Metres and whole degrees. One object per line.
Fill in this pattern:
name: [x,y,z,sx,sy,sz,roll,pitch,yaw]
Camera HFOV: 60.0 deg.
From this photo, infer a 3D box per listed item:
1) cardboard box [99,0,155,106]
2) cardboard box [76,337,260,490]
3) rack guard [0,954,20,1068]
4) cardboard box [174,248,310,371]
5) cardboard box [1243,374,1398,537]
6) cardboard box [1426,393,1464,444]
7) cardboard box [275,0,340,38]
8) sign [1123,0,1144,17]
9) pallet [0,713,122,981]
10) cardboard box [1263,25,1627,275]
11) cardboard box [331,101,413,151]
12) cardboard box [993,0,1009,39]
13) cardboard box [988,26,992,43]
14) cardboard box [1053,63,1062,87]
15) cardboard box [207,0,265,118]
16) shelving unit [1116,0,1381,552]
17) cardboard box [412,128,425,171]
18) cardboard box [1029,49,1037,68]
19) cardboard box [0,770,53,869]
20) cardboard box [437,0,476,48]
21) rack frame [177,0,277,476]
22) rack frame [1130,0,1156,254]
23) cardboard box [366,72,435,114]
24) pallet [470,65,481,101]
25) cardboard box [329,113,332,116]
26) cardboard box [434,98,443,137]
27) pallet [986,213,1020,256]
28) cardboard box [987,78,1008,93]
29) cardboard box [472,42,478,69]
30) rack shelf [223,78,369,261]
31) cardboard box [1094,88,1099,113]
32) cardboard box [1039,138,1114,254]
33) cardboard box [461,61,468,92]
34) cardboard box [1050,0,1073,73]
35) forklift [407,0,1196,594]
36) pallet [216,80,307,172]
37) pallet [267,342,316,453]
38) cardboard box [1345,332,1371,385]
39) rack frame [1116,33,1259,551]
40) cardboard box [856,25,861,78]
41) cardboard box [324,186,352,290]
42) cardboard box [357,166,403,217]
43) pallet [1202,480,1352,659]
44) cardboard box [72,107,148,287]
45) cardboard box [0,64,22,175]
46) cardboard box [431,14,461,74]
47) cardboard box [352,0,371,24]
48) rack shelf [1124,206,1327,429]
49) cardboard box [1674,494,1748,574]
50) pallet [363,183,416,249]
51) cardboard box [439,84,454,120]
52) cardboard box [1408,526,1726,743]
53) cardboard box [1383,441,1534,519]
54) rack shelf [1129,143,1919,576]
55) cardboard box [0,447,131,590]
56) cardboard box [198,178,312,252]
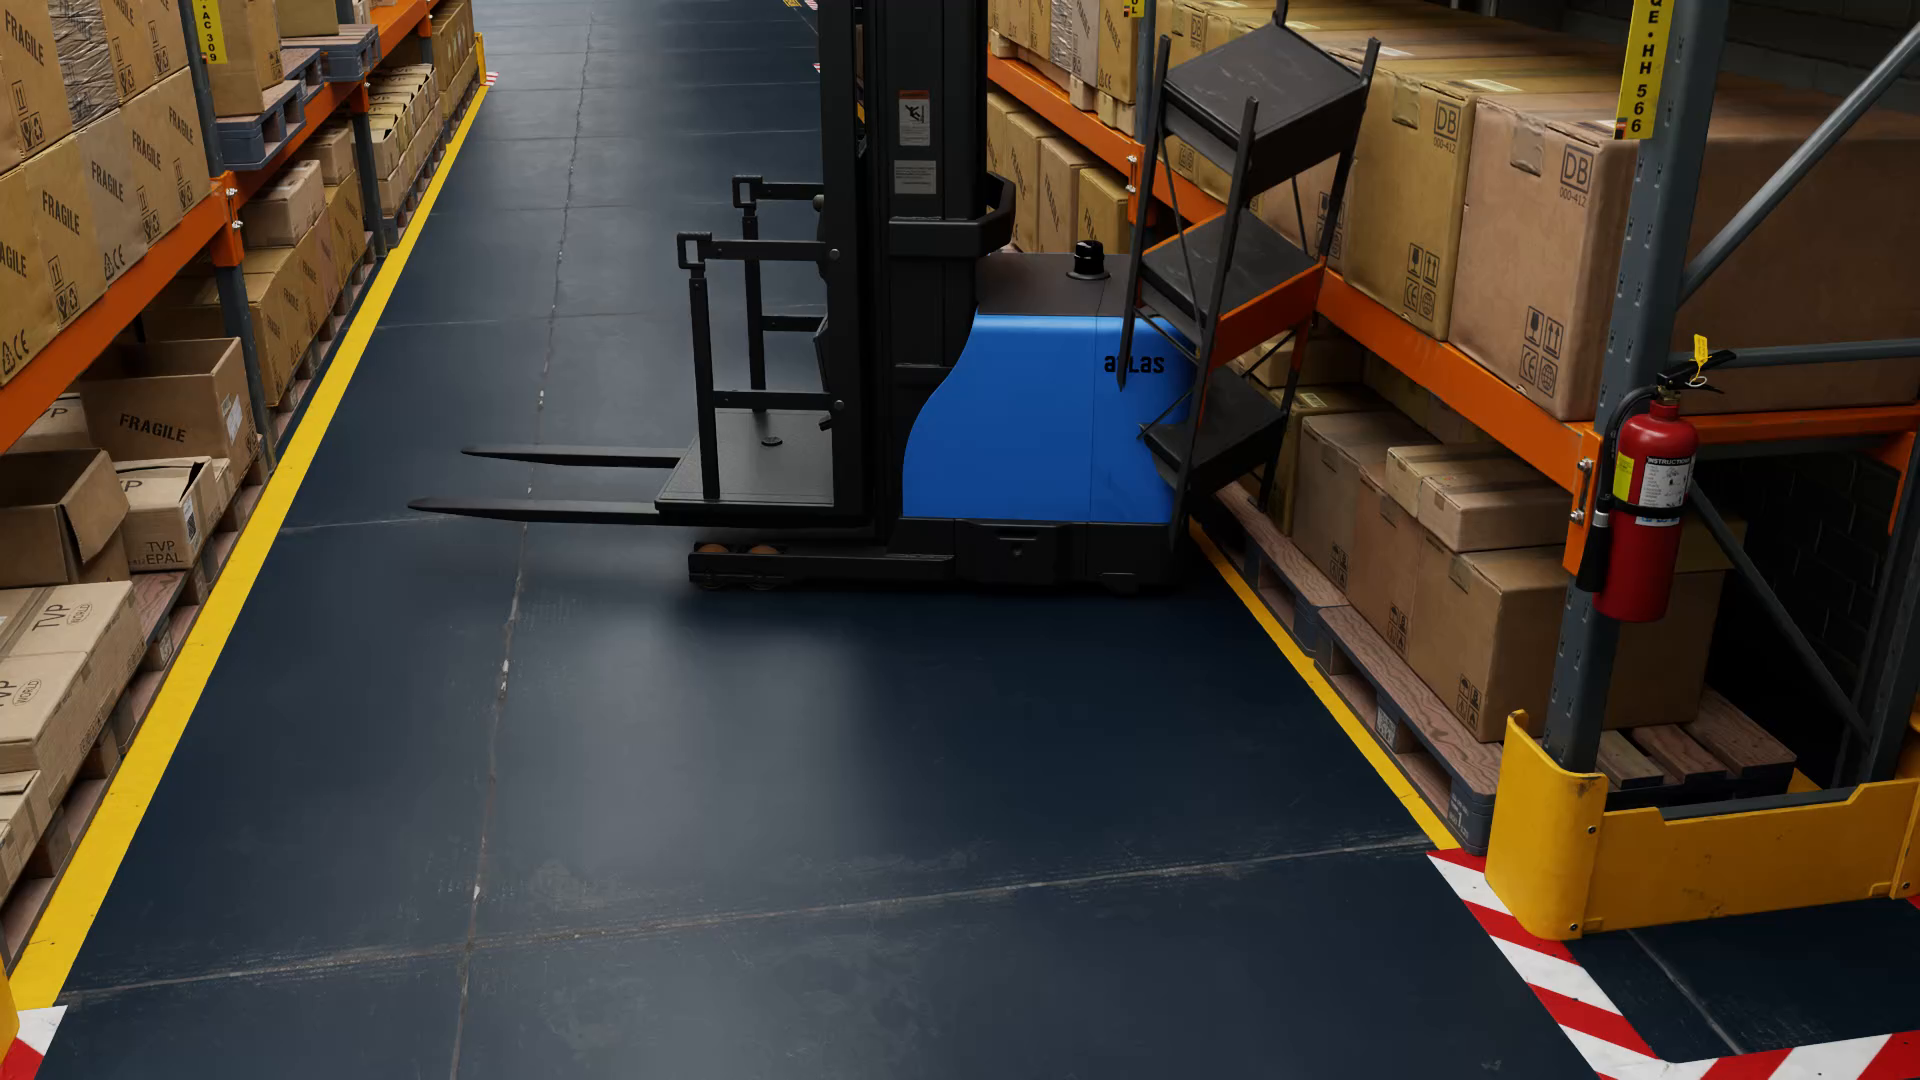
cardboard box: [-3.119,-1.770,5.680,0.500,0.500,0.500,-5,24,-11]
cardboard box: [-3.180,-0.500,6.720,0.500,0.500,0.500,-4,24,-10]
rack guard: [-2.838,1.042,3.739,1.175,0.500,0.348,-4,24,-10]
cardboard box: [-3.524,-1.120,8.140,0.500,0.500,0.500,-4,24,-9]
cardboard box: [1.523,-0.360,6.425,0.700,0.500,0.500,-4,24,-9]
cardboard box: [1.847,-0.417,5.745,0.380,0.149,0.250,-4,24,-9]
cardboard box: [-4.077,-3.219,9.723,0.700,0.500,0.500,-13,27,-27]
sign: [0.772,-2.465,7.299,0.100,0.325,0.005,-4,24,-10]
pallet: [-2.987,0.861,4.515,1.003,0.211,1.213,-4,24,-10]
cardboard box: [1.662,-1.365,5.752,0.980,0.700,0.700,-5,24,-12]
cardboard box: [-4.309,-3.044,12.182,0.500,0.311,0.500,-5,24,-11]
cardboard box: [0.490,-3.363,10.180,0.500,0.500,0.500,-4,24,-8]
cardboard box: [0.397,-3.336,10.929,0.380,0.149,0.250,-5,24,-11]
cardboard box: [0.733,-2.629,9.311,0.380,0.149,0.250,-4,24,-8]
cardboard box: [-3.432,-2.088,7.133,0.700,0.500,0.500,-13,27,-27]
shelving unit: [0.881,-0.786,5.629,0.503,2.100,0.431,-30,57,-23]
cardboard box: [-4.402,-2.984,12.744,0.500,0.250,0.500,-4,24,-9]
cardboard box: [0.625,-2.934,10.008,0.380,0.149,0.250,-4,24,-9]
cardboard box: [-2.610,0.735,4.310,0.380,0.166,0.250,-4,24,-10]
cardboard box: [-5.391,-5.454,17.464,0.500,0.500,0.500,-4,24,-10]
rack frame: [-3.564,-1.647,6.773,1.000,3.000,0.127,-4,24,-10]
rack frame: [1.303,-2.015,7.616,1.000,3.000,0.127,-4,24,-10]
cardboard box: [-4.584,-3.641,13.548,0.500,0.311,0.500,-4,24,-8]
pallet: [-5.600,-4.791,17.456,1.003,0.211,1.213,-4,24,-10]
cardboard box: [-4.836,-3.000,12.081,0.500,0.311,0.500,-4,24,-10]
cardboard box: [-4.682,-3.584,14.120,0.500,0.250,0.500,-5,24,-10]
pallet: [0.636,-1.995,11.053,1.003,0.211,1.213,-4,24,-10]
cardboard box: [0.336,-3.496,12.644,0.500,0.250,0.500,-4,24,-9]
cardboard box: [-5.393,-5.110,17.613,0.500,0.250,0.500,-4,24,-10]
rack shelf: [-3.934,-2.104,8.718,1.077,0.370,4.000,-4,24,-10]
cardboard box: [0.889,-2.224,8.382,0.380,0.149,0.250,-4,24,-8]
cardboard box: [0.888,-1.818,9.325,0.750,0.750,0.750,-4,24,-8]
cardboard box: [-5.104,-4.521,16.265,0.500,0.250,0.500,-4,24,-10]
cardboard box: [0.782,-2.767,8.817,0.500,0.500,0.500,-4,24,-10]
forklift: [-0.628,-1.361,6.204,3.031,2.935,1.130,2,24,4]
pallet: [-3.605,-1.881,7.549,1.003,0.211,1.213,-4,24,-10]
pallet: [-3.752,-0.686,8.057,1.003,0.211,1.213,-4,24,-10]
cardboard box: [1.704,-0.719,6.436,0.380,0.149,0.250,-4,24,-9]
rack frame: [0.686,-0.675,5.533,0.015,2.100,0.400,-30,57,-23]
cardboard box: [-0.684,-4.996,17.014,0.700,0.500,0.500,-6,24,-13]
cardboard box: [-3.805,-1.722,9.519,0.500,0.500,0.500,-5,24,-12]
cardboard box: [-4.112,-2.380,11.363,0.500,0.250,0.500,-4,24,-10]
pallet: [1.596,0.049,6.375,1.003,0.211,1.213,-4,24,-10]
cardboard box: [-3.026,-1.110,5.420,0.500,0.500,0.500,-4,24,-9]
cardboard box: [-2.839,-1.174,4.315,0.500,0.500,0.500,-4,24,-9]
cardboard box: [-5.006,-4.668,15.665,0.500,0.500,0.500,-4,24,-10]
cardboard box: [-4.279,-3.545,11.231,0.500,0.311,0.500,-5,24,-10]
rack shelf: [0.880,-0.778,5.640,0.480,0.518,0.431,-30,57,-23]
cardboard box: [2.035,-0.019,4.834,0.380,0.149,0.250,-4,24,-9]
pallet: [-4.418,-2.269,11.681,1.003,0.211,1.213,-4,24,-10]
cardboard box: [-4.831,-3.931,14.913,0.500,0.250,0.500,-4,24,-10]
cardboard box: [1.815,0.244,5.043,0.700,0.500,0.500,-4,24,-10]
cardboard box: [1.565,-0.191,5.228,0.380,0.149,0.250,-4,24,-8]
rack shelf: [1.673,-0.898,5.958,1.077,0.370,4.000,-4,24,-10]
cardboard box: [-3.212,0.034,5.493,0.797,0.503,0.637,-4,24,-10]
cardboard box: [-3.599,-1.648,8.412,0.500,0.250,0.500,-4,24,-10]
